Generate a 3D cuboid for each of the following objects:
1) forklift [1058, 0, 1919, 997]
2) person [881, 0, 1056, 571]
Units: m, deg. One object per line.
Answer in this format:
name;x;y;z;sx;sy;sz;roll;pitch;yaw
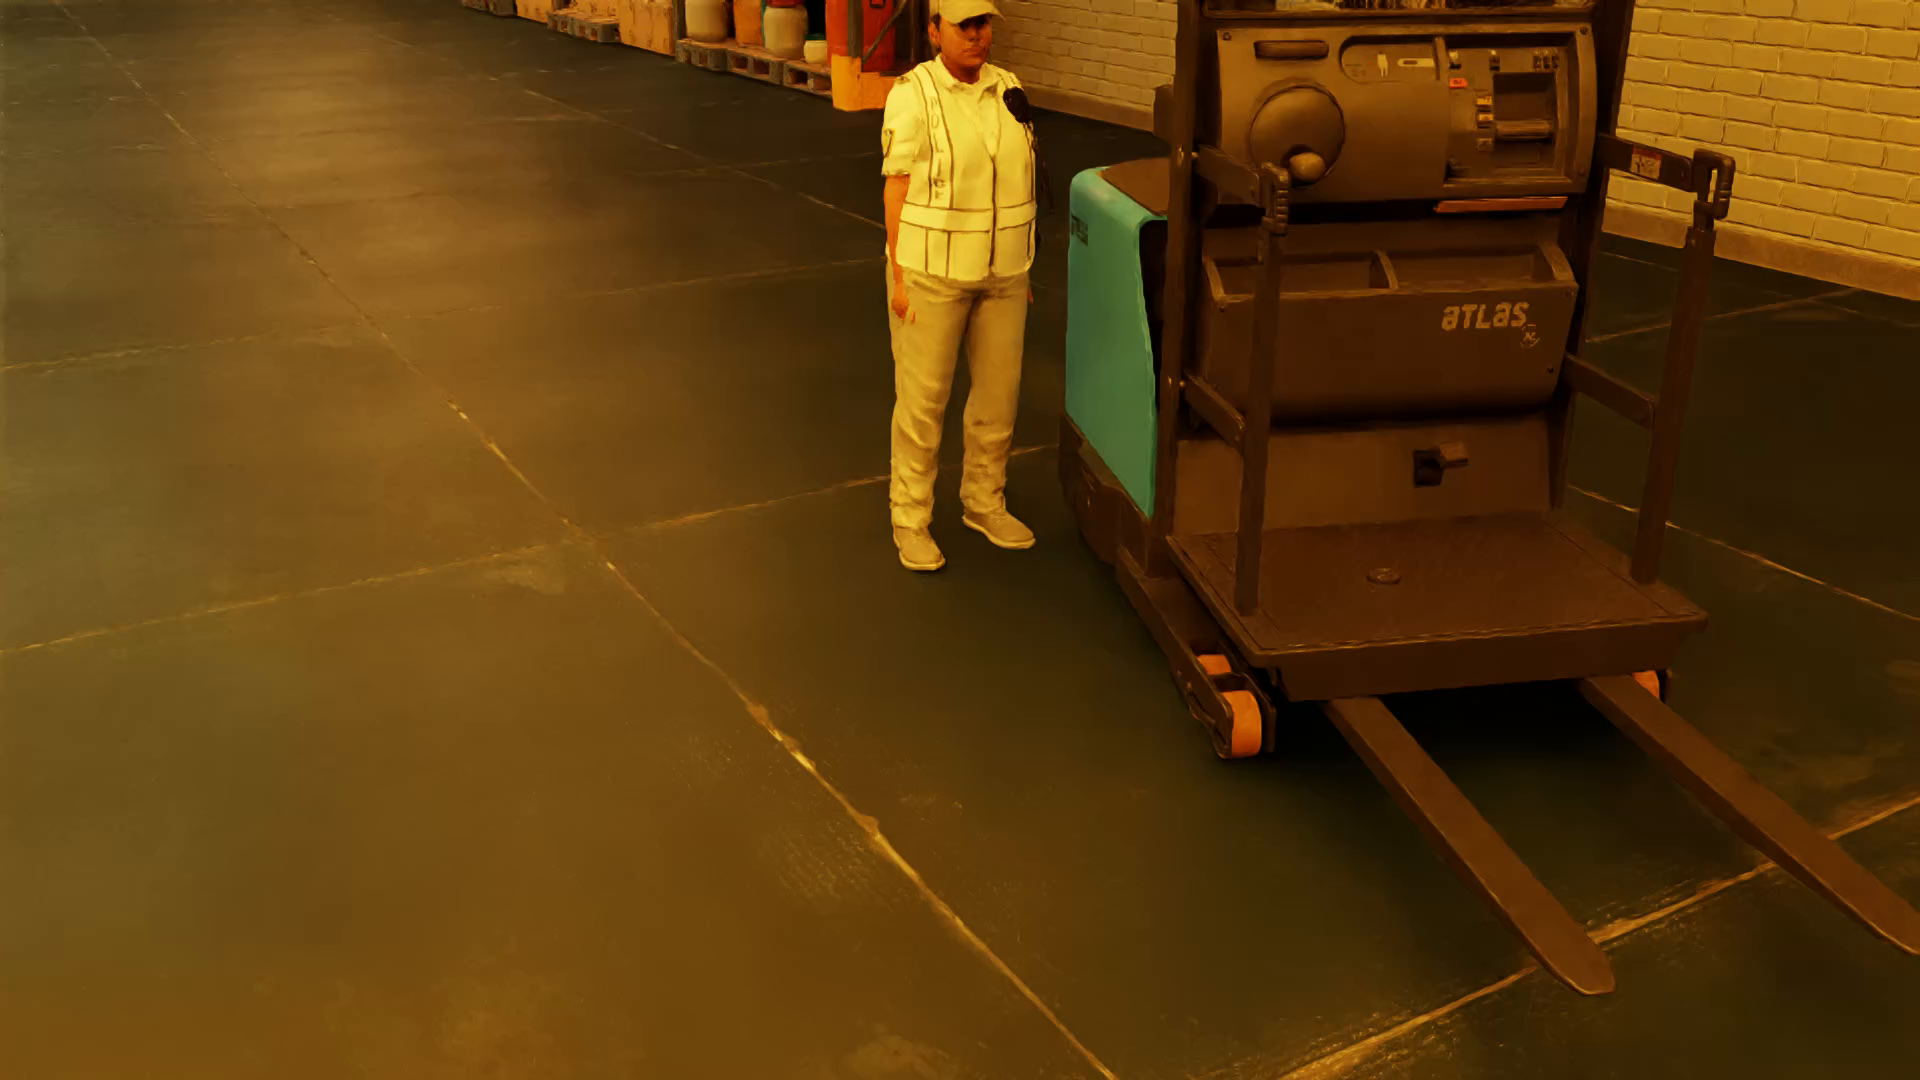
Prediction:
forklift;1.087;-0.992;3.691;1.130;2.935;3.031;-4;23;-9
person;0.003;-0.761;4.803;0.482;1.669;0.390;-12;25;-28
